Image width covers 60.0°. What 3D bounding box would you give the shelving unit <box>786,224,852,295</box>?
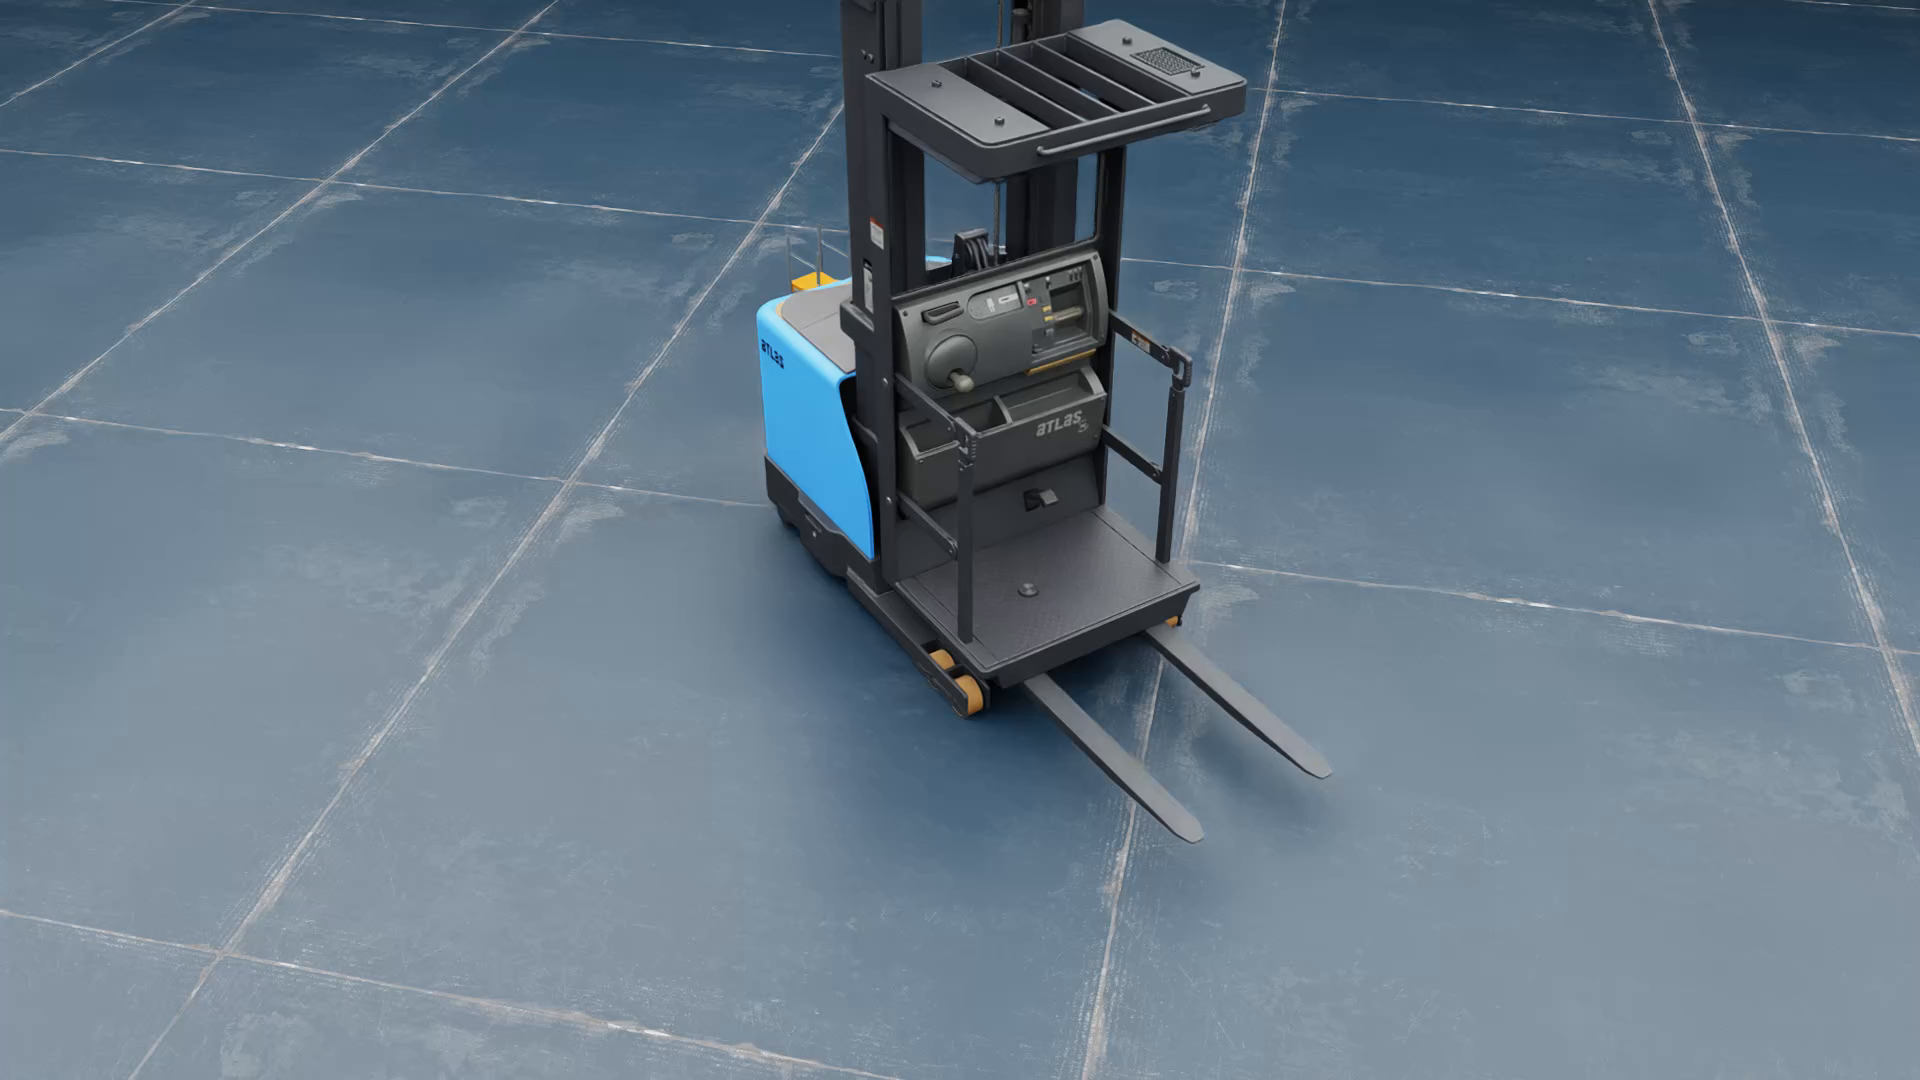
[{"bbox_3d":[-0.657,-0.899,7.963,0.189,1.200,0.258,-28,46,-33],"label":"shelving unit"}]

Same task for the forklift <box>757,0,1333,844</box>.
[{"bbox_3d":[0.295,-0.787,6.338,1.130,2.935,3.031,-20,41,-26],"label":"forklift"}]

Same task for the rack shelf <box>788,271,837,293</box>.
[{"bbox_3d":[-0.652,-1.151,7.773,0.180,0.103,0.258,-28,46,-33],"label":"rack shelf"}]

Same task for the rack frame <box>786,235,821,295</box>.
[{"bbox_3d":[-0.725,-0.863,7.913,0.006,1.200,0.240,-28,46,-33],"label":"rack frame"}]

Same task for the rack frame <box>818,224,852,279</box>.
[{"bbox_3d":[-0.589,-0.935,8.013,0.006,1.200,0.240,-28,46,-33],"label":"rack frame"}]
